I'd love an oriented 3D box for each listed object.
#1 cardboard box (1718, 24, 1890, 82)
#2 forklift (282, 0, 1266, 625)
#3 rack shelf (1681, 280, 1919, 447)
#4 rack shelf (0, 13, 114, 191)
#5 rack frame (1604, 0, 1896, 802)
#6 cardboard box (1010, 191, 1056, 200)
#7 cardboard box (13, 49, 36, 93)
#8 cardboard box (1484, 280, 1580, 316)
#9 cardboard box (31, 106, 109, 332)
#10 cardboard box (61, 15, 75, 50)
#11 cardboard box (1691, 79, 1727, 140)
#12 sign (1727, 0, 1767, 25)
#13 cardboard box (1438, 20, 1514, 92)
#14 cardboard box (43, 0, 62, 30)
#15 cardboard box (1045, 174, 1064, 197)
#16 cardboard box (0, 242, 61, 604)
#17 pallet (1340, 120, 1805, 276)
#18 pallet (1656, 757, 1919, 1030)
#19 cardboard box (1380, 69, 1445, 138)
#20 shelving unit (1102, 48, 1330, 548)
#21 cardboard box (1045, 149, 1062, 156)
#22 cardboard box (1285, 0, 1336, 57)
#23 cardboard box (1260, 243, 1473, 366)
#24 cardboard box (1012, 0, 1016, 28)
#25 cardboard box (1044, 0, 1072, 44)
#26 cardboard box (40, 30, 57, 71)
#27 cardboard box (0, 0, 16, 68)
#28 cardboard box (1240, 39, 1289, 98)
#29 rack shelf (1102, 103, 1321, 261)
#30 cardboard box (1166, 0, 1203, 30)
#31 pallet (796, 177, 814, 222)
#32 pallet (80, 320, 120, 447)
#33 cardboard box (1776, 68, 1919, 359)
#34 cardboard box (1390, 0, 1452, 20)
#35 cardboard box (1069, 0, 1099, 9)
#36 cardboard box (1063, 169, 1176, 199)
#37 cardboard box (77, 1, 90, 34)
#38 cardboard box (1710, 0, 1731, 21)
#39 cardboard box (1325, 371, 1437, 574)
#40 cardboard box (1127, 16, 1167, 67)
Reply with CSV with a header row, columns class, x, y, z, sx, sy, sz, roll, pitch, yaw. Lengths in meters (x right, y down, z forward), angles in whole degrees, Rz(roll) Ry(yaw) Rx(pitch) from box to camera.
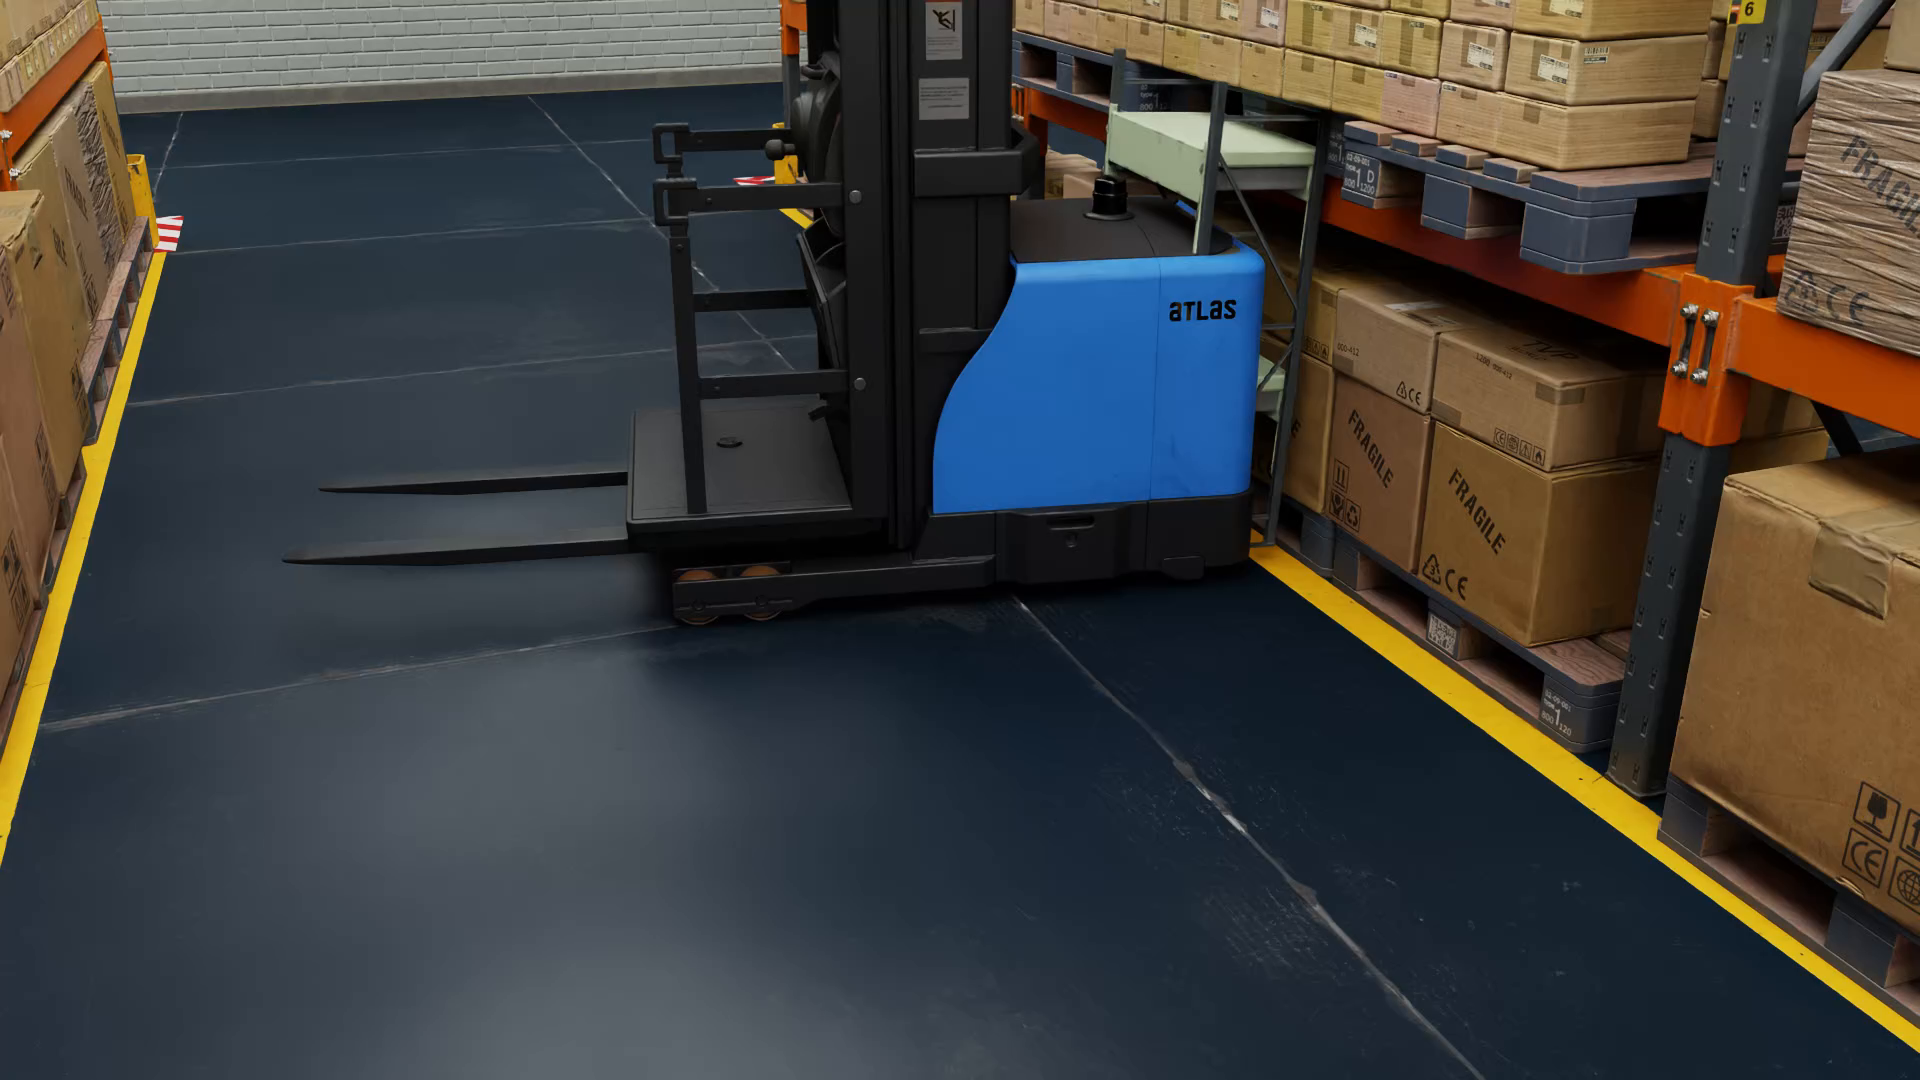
class,x,y,z,sx,sy,sz,roll,pitch,yaw
cardboard box,2.170,-1.232,4.210,0.380,0.149,0.250,-7,24,-17
forklift,-0.616,-1.310,5.084,3.031,2.935,1.130,-4,23,-9
rack shelf,2.860,0.245,2.234,1.077,0.370,4.000,-8,24,-19
rack shelf,-4.642,-2.018,7.603,1.077,0.370,4.000,-8,24,-19
rack frame,2.153,-0.814,3.818,1.000,3.000,0.127,-8,24,-19
cardboard box,0.243,-1.602,8.053,0.380,0.149,0.250,-8,24,-18
cardboard box,-3.916,-1.852,6.605,0.380,0.149,0.250,-8,24,-17
cardboard box,1.957,-0.669,5.187,0.500,0.250,0.500,-9,24,-20
cardboard box,-4.412,-1.415,7.441,0.875,0.875,0.875,-8,24,-19
cardboard box,-4.461,-2.412,7.933,0.380,0.149,0.250,-8,24,-19
cardboard box,2.089,-1.179,4.468,0.380,0.149,0.250,-7,24,-16
sign,1.649,-1.233,3.424,0.100,0.325,0.005,-8,24,-19
cardboard box,1.457,-1.242,4.235,0.380,0.149,0.250,-7,24,-17
cardboard box,-4.383,-2.447,7.504,0.500,0.250,0.500,-8,24,-19
cardboard box,0.635,-1.768,8.446,0.380,0.149,0.250,-9,24,-20
cardboard box,-3.375,-0.283,4.755,1.225,0.875,0.875,-9,25,-21
pallet,1.802,-0.970,4.435,1.213,0.211,1.003,-8,24,-19
pallet,2.361,0.768,3.656,1.003,0.211,1.213,-8,24,-19
cardboard box,1.371,-1.191,4.497,0.380,0.149,0.250,-8,24,-18
shelving unit,0.777,-0.800,5.504,0.431,1.500,0.755,-5,24,-18
cardboard box,0.334,-2.051,9.118,0.380,0.149,0.250,-9,25,-21
cardboard box,1.188,-1.519,4.892,0.380,0.149,0.250,-9,24,-19
cardboard box,1.313,-0.782,5.456,0.500,0.250,0.500,-8,24,-18
cardboard box,0.305,-2.587,7.514,0.500,0.500,0.500,-8,24,-19
cardboard box,0.552,-2.039,6.507,0.380,0.149,0.250,-8,24,-18
cardboard box,-4.188,-2.131,7.268,0.380,0.149,0.250,-8,24,-18
cardboard box,-3.857,-1.898,6.201,0.500,0.250,0.500,-9,24,-20
cardboard box,1.101,-1.474,5.169,0.380,0.149,0.250,-8,24,-17
rack shelf,0.797,-1.158,5.351,0.431,0.370,0.720,-5,24,-18
cardboard box,0.917,-1.800,5.557,0.380,0.149,0.250,-9,24,-20
pallet,-0.392,-2.108,10.479,1.003,0.211,1.213,-8,24,-19
pallet,-4.131,-0.625,6.962,1.003,0.211,1.213,-8,24,-19
cardboard box,2.059,-0.660,3.324,0.500,0.500,0.500,-8,24,-18
cardboard box,1.372,-1.467,4.386,0.380,0.149,0.250,-8,24,-17
cardboard box,0.634,-2.088,6.242,0.380,0.149,0.250,-8,24,-18
cardboard box,0.754,-1.350,6.802,0.500,0.250,0.500,-9,25,-21
cardboard box,-4.734,-2.691,8.595,0.380,0.149,0.250,-8,24,-19
cardboard box,2.074,-1.457,4.362,0.380,0.149,0.250,-9,24,-20
cardboard box,1.496,-0.248,5.153,0.500,0.500,0.500,-7,24,-17
cardboard box,0.815,-1.763,5.855,0.380,0.149,0.250,-9,25,-21
